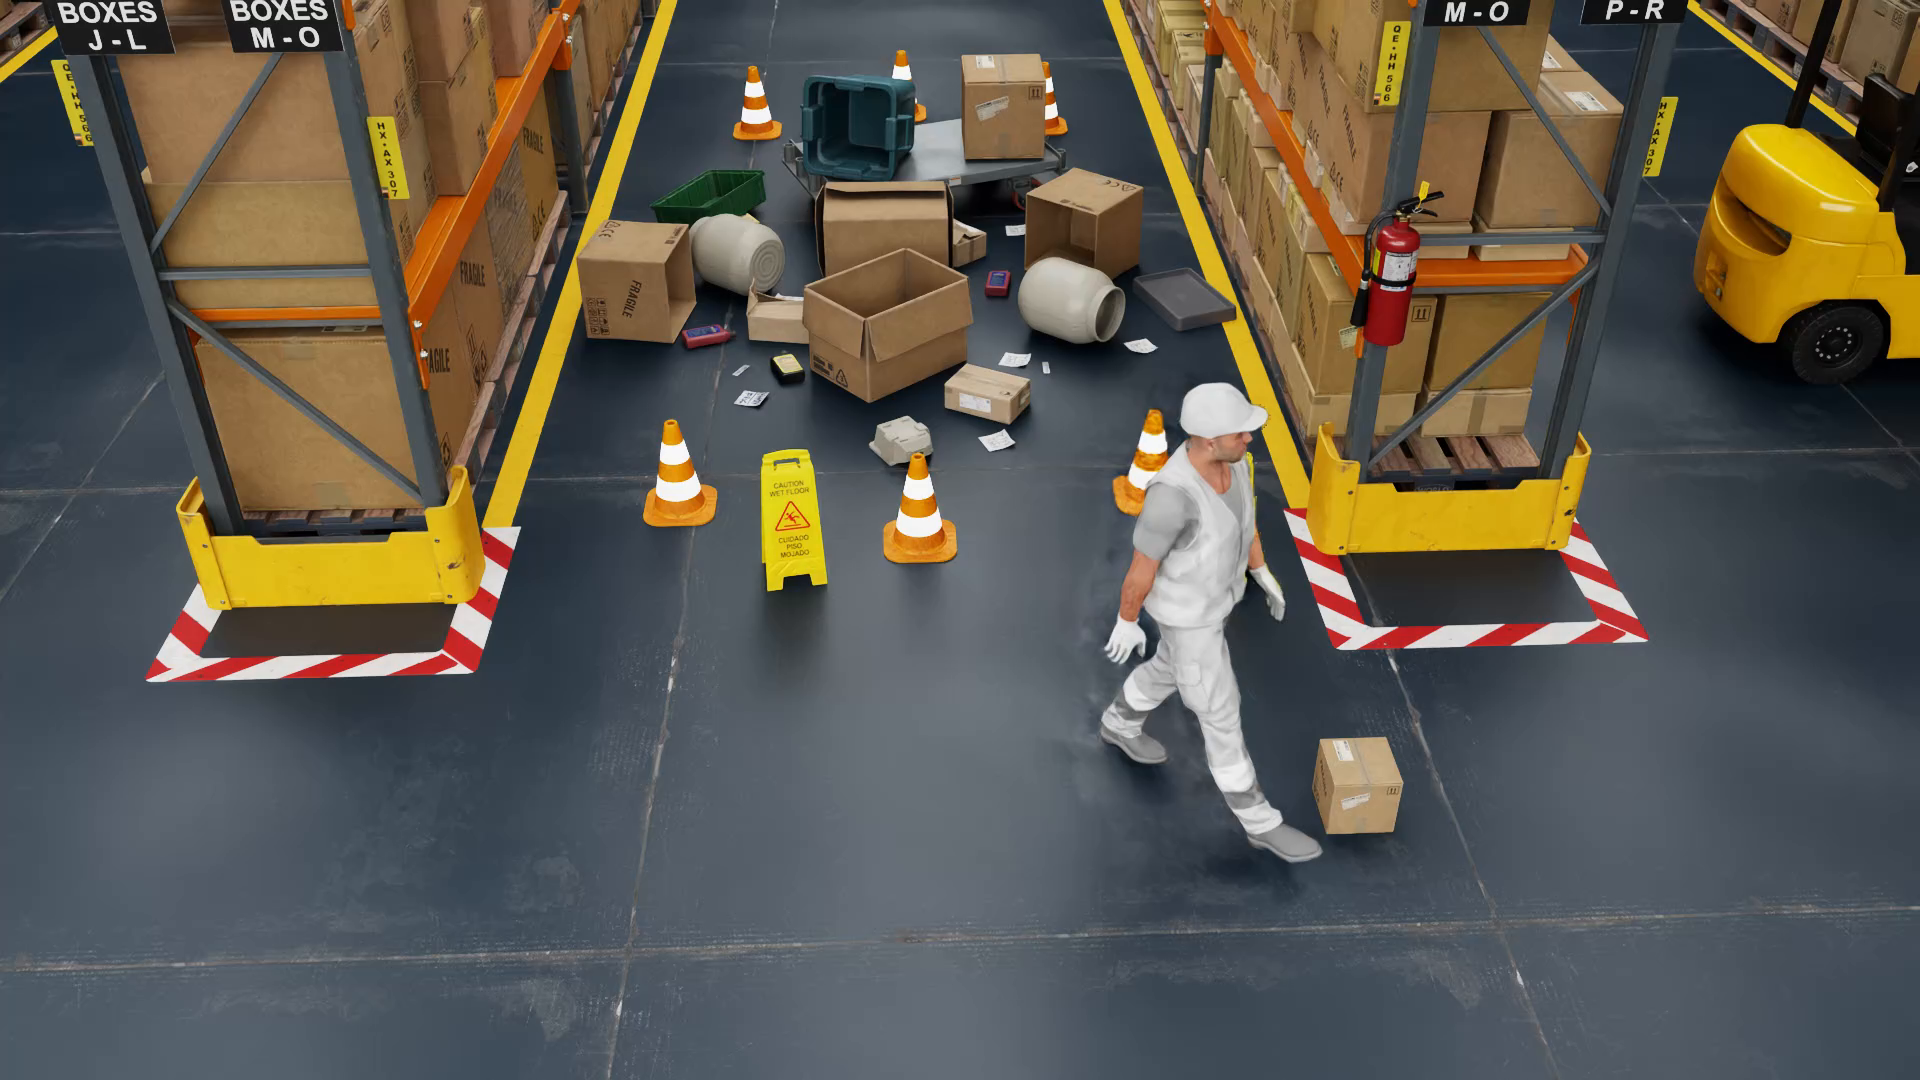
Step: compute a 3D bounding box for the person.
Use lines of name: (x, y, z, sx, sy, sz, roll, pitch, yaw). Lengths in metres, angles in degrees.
person: (0.935, 0.248, 5.751, 1.016, 1.729, 0.581, 20, 40, 26)
